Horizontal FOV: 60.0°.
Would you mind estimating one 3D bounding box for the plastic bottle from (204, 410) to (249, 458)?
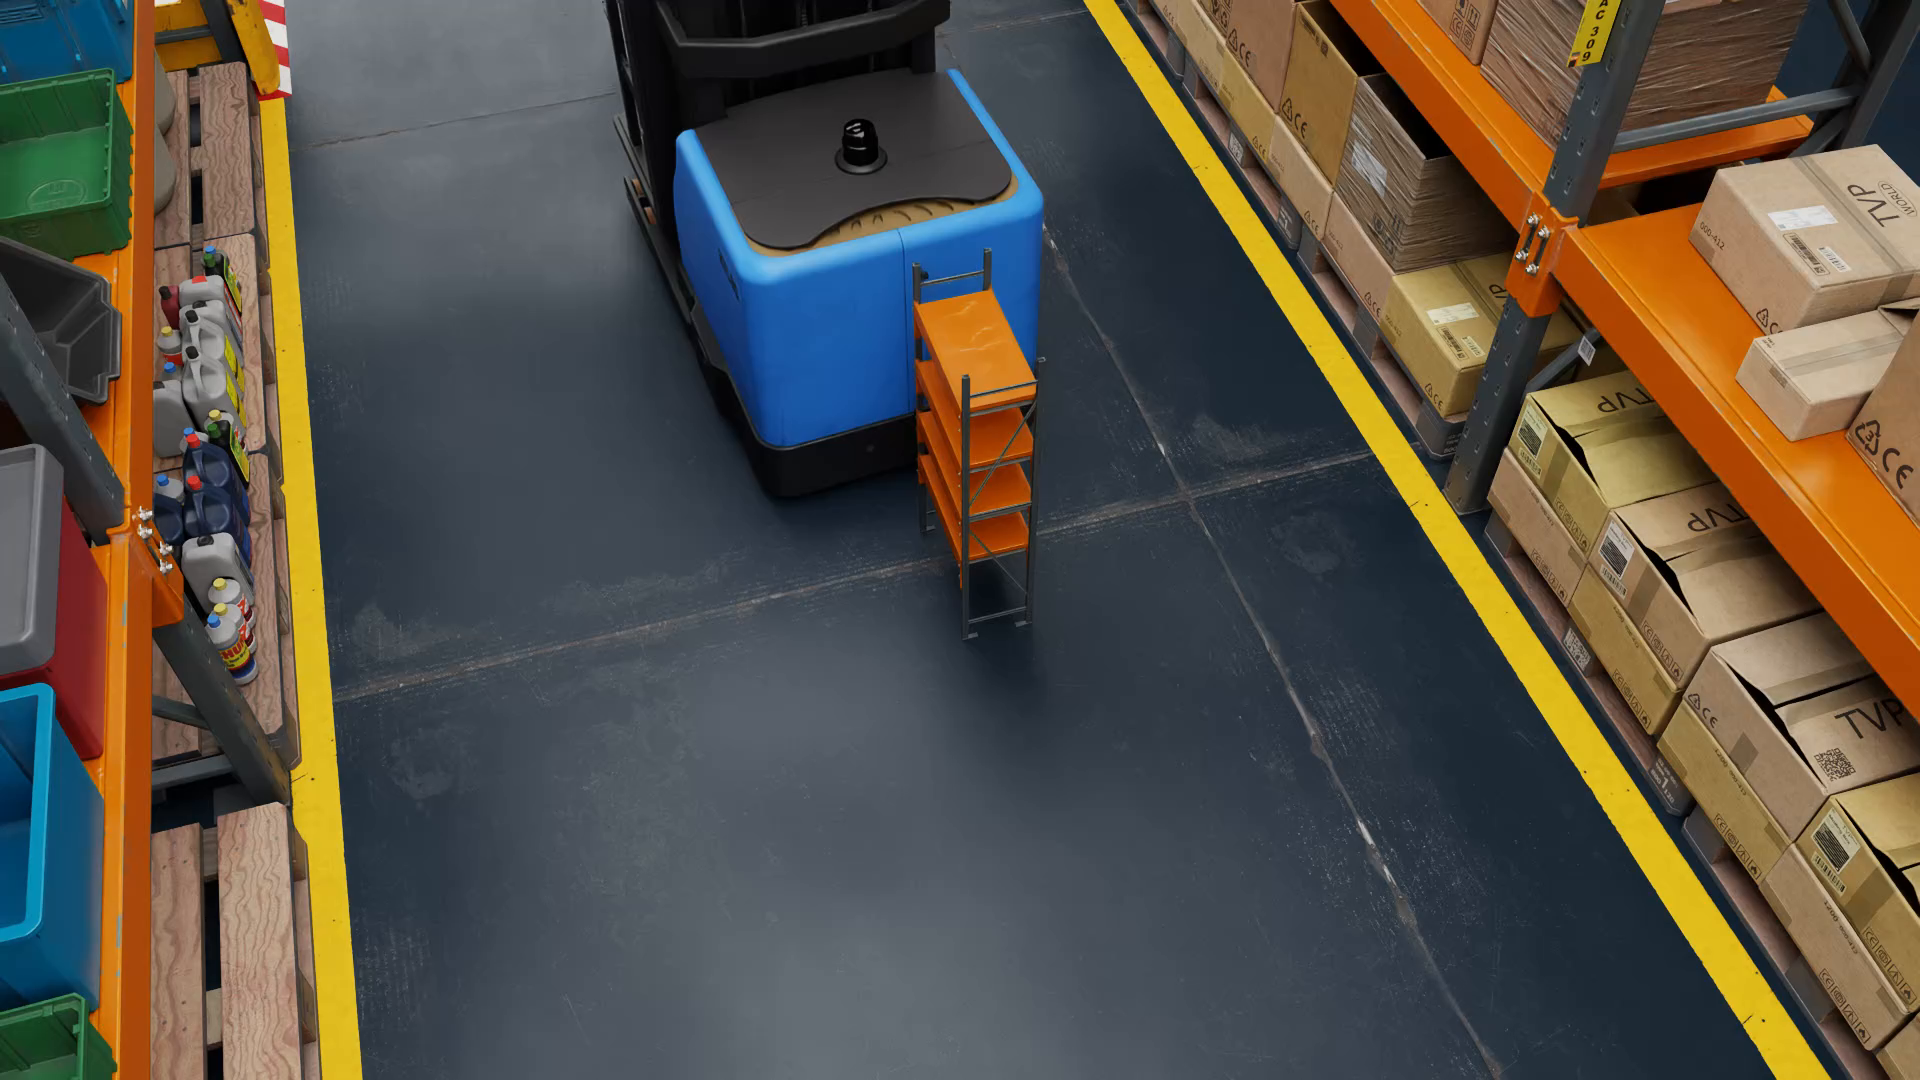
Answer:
[{"bbox_3d":[-2.492,-0.358,5.633,0.097,0.201,0.097,0,50,0],"label":"plastic bottle"}]

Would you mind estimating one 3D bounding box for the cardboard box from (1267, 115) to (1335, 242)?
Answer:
[{"bbox_3d":[1.554,-1.470,6.551,0.500,0.250,0.500,-13,51,-11],"label":"cardboard box"}]

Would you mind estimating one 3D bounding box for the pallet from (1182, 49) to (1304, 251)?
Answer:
[{"bbox_3d":[1.641,-1.787,7.118,1.003,0.211,1.213,-13,51,-11],"label":"pallet"}]

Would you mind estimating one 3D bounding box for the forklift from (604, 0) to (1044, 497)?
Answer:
[{"bbox_3d":[-0.730,-2.247,5.728,1.130,2.935,3.031,-17,52,-14],"label":"forklift"}]

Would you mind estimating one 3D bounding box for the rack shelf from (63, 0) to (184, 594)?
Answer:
[{"bbox_3d":[-3.124,-1.314,5.366,1.077,0.370,4.000,-13,51,-11],"label":"rack shelf"}]

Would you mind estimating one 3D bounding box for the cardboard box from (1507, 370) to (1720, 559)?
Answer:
[{"bbox_3d":[2.085,-0.274,5.176,0.500,0.311,0.500,-13,51,-11],"label":"cardboard box"}]

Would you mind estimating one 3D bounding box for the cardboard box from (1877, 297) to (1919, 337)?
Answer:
[{"bbox_3d":[2.636,-0.558,4.347,0.396,0.266,0.258,-14,51,-12],"label":"cardboard box"}]

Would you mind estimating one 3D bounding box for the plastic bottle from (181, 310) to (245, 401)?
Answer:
[{"bbox_3d":[-2.611,-0.641,5.773,0.144,0.351,0.185,-11,51,-9],"label":"plastic bottle"}]

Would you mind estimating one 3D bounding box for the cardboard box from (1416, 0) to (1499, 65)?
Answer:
[{"bbox_3d":[1.901,-1.941,5.359,0.700,0.500,0.500,-14,51,-11],"label":"cardboard box"}]

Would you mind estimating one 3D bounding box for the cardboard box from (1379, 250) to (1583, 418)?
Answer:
[{"bbox_3d":[1.855,-0.741,5.936,0.500,0.250,0.500,-13,51,-11],"label":"cardboard box"}]

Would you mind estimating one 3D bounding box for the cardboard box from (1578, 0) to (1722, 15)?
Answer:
[{"bbox_3d":[1.916,-1.594,4.642,0.380,0.149,0.250,-13,51,-11],"label":"cardboard box"}]

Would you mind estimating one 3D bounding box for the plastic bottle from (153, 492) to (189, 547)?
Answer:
[{"bbox_3d":[-2.512,-0.024,5.253,0.144,0.351,0.185,-13,51,-11],"label":"plastic bottle"}]

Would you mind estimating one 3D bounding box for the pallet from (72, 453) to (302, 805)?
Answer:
[{"bbox_3d":[-2.691,0.314,5.347,1.003,0.211,1.213,-13,51,-11],"label":"pallet"}]

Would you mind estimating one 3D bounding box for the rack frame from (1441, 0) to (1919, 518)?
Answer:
[{"bbox_3d":[2.201,-1.202,4.802,1.000,3.000,0.127,-13,51,-11],"label":"rack frame"}]

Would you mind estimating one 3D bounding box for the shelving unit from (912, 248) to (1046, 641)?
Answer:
[{"bbox_3d":[0.049,-0.266,5.189,0.258,1.200,0.503,-13,51,-11],"label":"shelving unit"}]

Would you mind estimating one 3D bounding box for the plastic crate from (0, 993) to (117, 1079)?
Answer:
[{"bbox_3d":[-1.748,1.191,2.922,0.450,0.188,0.662,-13,51,-11],"label":"plastic crate"}]

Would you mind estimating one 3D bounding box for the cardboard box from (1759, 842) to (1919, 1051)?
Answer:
[{"bbox_3d":[2.539,1.022,4.450,0.500,0.250,0.500,-12,51,-10],"label":"cardboard box"}]

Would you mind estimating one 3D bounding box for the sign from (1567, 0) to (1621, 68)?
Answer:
[{"bbox_3d":[1.671,-1.380,4.334,0.100,0.325,0.005,-13,51,-11],"label":"sign"}]

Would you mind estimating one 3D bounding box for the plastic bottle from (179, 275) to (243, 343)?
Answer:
[{"bbox_3d":[-2.705,-0.838,5.988,0.152,0.276,0.135,-13,51,-11],"label":"plastic bottle"}]

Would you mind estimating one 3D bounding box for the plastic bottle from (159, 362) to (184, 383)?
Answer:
[{"bbox_3d":[-2.713,-0.533,5.780,0.097,0.201,0.097,0,50,0],"label":"plastic bottle"}]

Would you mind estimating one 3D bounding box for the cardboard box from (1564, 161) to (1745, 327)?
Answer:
[{"bbox_3d":[2.363,-1.103,5.751,0.500,0.500,0.500,-13,51,-11],"label":"cardboard box"}]

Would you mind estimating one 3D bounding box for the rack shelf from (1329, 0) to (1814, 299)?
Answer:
[{"bbox_3d":[1.609,-2.431,6.308,1.077,0.370,4.000,-13,51,-11],"label":"rack shelf"}]

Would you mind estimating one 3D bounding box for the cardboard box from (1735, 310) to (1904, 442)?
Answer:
[{"bbox_3d":[2.267,-0.428,4.313,0.380,0.149,0.250,-13,51,-11],"label":"cardboard box"}]

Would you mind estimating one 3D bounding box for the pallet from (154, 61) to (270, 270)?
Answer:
[{"bbox_3d":[-3.413,-1.468,6.850,1.003,0.211,1.213,-13,51,-11],"label":"pallet"}]

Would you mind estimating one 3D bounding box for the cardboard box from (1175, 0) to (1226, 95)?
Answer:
[{"bbox_3d":[1.263,-2.201,7.168,0.500,0.250,0.500,-13,51,-11],"label":"cardboard box"}]

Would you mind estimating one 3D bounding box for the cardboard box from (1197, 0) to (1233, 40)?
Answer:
[{"bbox_3d":[1.274,-2.446,6.883,0.500,0.500,0.500,-13,51,-11],"label":"cardboard box"}]

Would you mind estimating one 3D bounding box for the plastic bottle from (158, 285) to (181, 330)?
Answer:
[{"bbox_3d":[-2.806,-0.816,5.965,0.061,0.283,0.133,-13,51,-11],"label":"plastic bottle"}]

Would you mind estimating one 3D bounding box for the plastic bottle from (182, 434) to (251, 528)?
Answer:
[{"bbox_3d":[-2.430,-0.194,5.397,0.144,0.351,0.185,-15,52,-13],"label":"plastic bottle"}]

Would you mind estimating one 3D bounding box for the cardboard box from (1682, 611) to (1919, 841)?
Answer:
[{"bbox_3d":[2.382,0.470,4.548,0.500,0.311,0.500,-15,51,-12],"label":"cardboard box"}]

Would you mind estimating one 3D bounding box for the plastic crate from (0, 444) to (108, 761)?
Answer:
[{"bbox_3d":[-2.097,0.179,3.596,0.402,0.464,0.583,-13,51,-11],"label":"plastic crate"}]

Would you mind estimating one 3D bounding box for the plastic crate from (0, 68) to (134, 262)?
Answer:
[{"bbox_3d":[-2.664,-1.072,4.831,0.450,0.188,0.662,-13,51,-11],"label":"plastic crate"}]

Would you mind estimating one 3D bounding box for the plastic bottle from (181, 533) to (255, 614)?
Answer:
[{"bbox_3d":[-2.329,0.089,5.207,0.152,0.276,0.135,-12,51,-10],"label":"plastic bottle"}]

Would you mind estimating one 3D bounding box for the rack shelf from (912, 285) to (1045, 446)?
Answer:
[{"bbox_3d":[0.049,-0.519,4.889,0.258,0.148,0.480,-13,51,-11],"label":"rack shelf"}]

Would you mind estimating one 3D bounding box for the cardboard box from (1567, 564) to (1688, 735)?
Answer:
[{"bbox_3d":[2.233,0.273,5.082,0.500,0.250,0.500,-12,51,-10],"label":"cardboard box"}]

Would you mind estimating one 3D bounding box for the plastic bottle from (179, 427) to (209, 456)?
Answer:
[{"bbox_3d":[-2.510,-0.268,5.511,0.097,0.271,0.097,0,50,0],"label":"plastic bottle"}]

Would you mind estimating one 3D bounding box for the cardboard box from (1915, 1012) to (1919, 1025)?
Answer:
[{"bbox_3d":[2.687,1.215,3.921,0.500,0.311,0.500,-14,51,-11],"label":"cardboard box"}]

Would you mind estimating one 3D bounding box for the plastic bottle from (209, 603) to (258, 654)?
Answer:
[{"bbox_3d":[-2.238,0.269,5.104,0.097,0.201,0.097,0,50,0],"label":"plastic bottle"}]

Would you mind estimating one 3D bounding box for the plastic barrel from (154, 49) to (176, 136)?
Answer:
[{"bbox_3d":[-3.447,-1.877,6.723,0.421,0.512,0.421,0,50,0],"label":"plastic barrel"}]

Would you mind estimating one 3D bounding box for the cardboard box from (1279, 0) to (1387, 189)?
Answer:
[{"bbox_3d":[1.567,-1.715,6.267,0.500,0.500,0.500,-13,51,-11],"label":"cardboard box"}]

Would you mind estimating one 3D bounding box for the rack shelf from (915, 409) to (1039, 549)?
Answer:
[{"bbox_3d":[0.049,-0.222,5.241,0.258,0.148,0.480,-13,51,-11],"label":"rack shelf"}]

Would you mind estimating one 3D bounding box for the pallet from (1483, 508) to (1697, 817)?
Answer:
[{"bbox_3d":[2.456,0.226,5.422,1.003,0.211,1.213,-13,51,-11],"label":"pallet"}]

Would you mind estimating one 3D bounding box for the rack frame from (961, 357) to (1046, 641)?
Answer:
[{"bbox_3d":[0.121,-0.088,5.039,0.240,1.200,0.015,-13,51,-11],"label":"rack frame"}]

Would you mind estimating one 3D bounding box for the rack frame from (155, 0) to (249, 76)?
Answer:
[{"bbox_3d":[-3.715,-3.007,6.323,1.000,3.000,0.127,-13,51,-11],"label":"rack frame"}]

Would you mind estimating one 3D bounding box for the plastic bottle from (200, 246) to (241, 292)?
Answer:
[{"bbox_3d":[-2.753,-1.004,6.177,0.097,0.201,0.097,0,50,0],"label":"plastic bottle"}]
